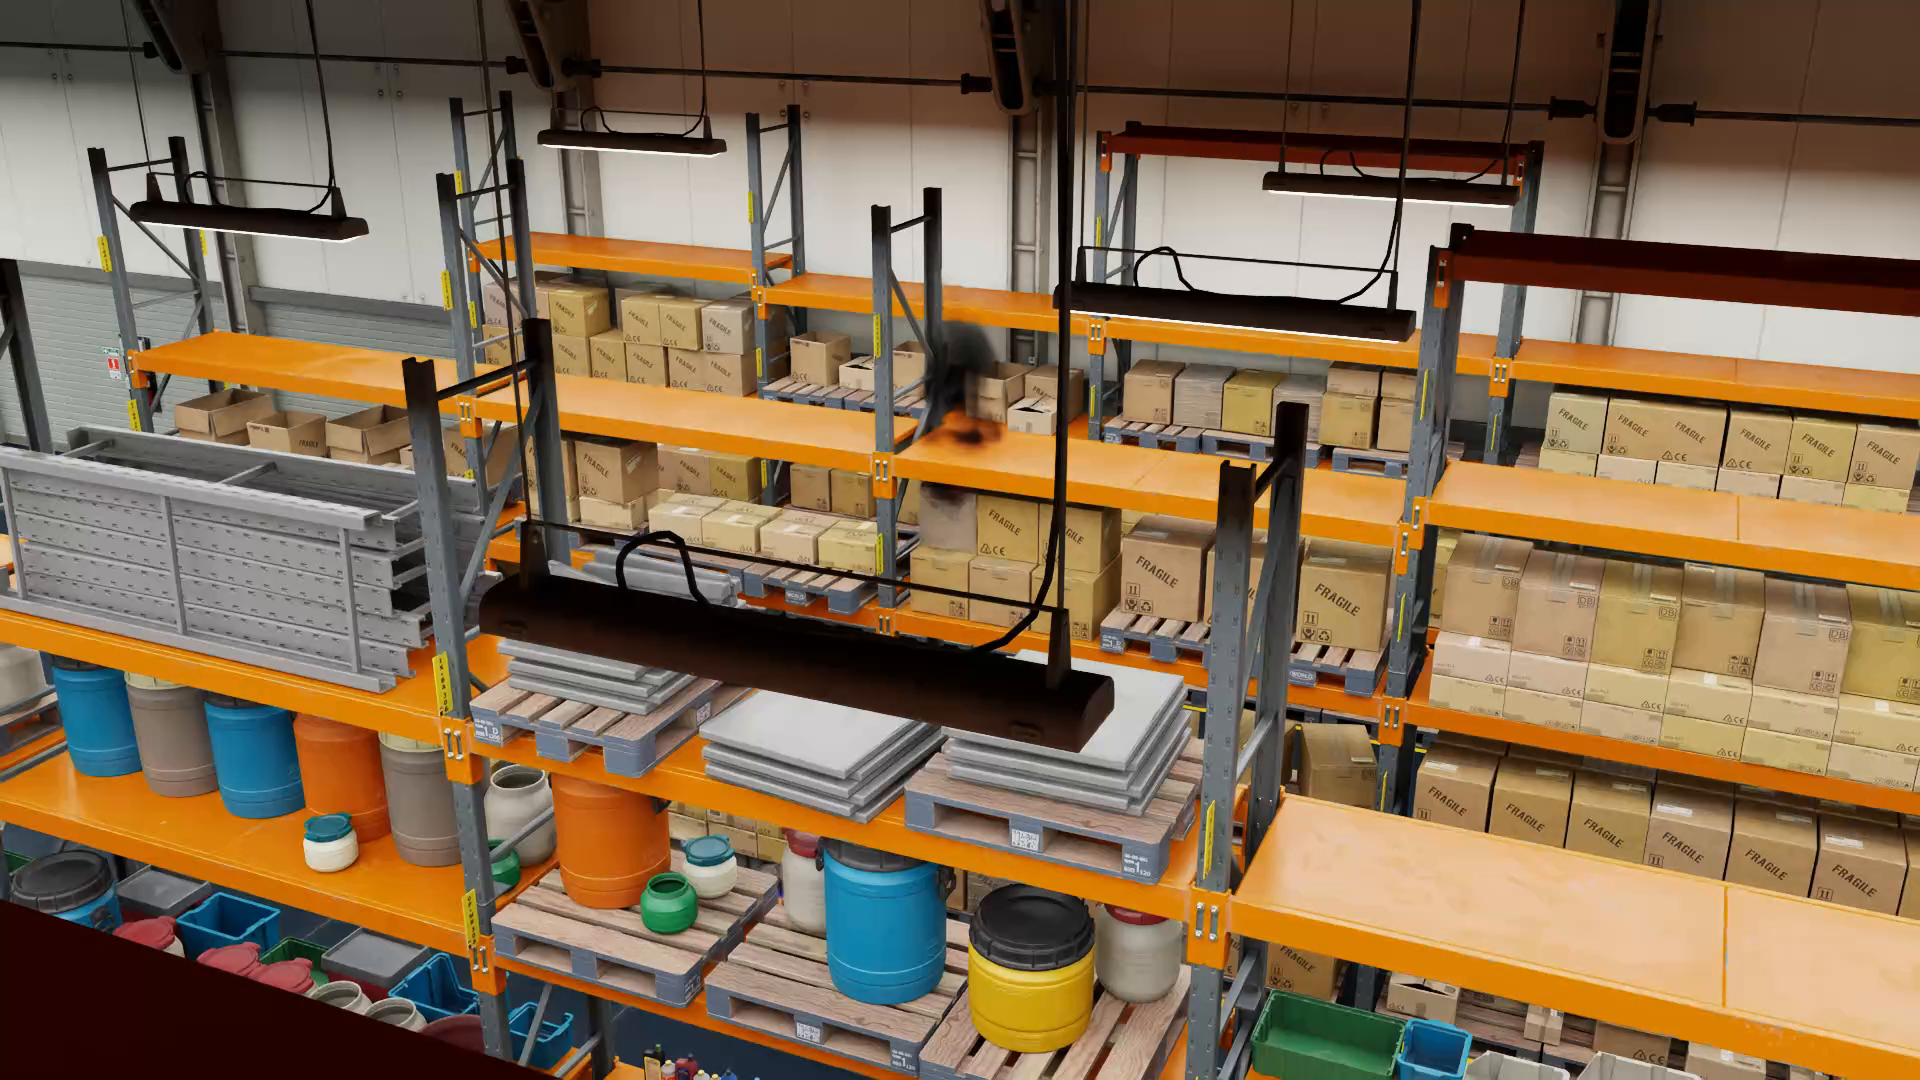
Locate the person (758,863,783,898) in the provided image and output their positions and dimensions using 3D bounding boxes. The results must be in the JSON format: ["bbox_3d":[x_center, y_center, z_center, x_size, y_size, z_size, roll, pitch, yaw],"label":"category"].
[{"bbox_3d":[-1.248,3.092,12.249,0.676,1.582,0.562,7,22,18],"label":"person"}]
